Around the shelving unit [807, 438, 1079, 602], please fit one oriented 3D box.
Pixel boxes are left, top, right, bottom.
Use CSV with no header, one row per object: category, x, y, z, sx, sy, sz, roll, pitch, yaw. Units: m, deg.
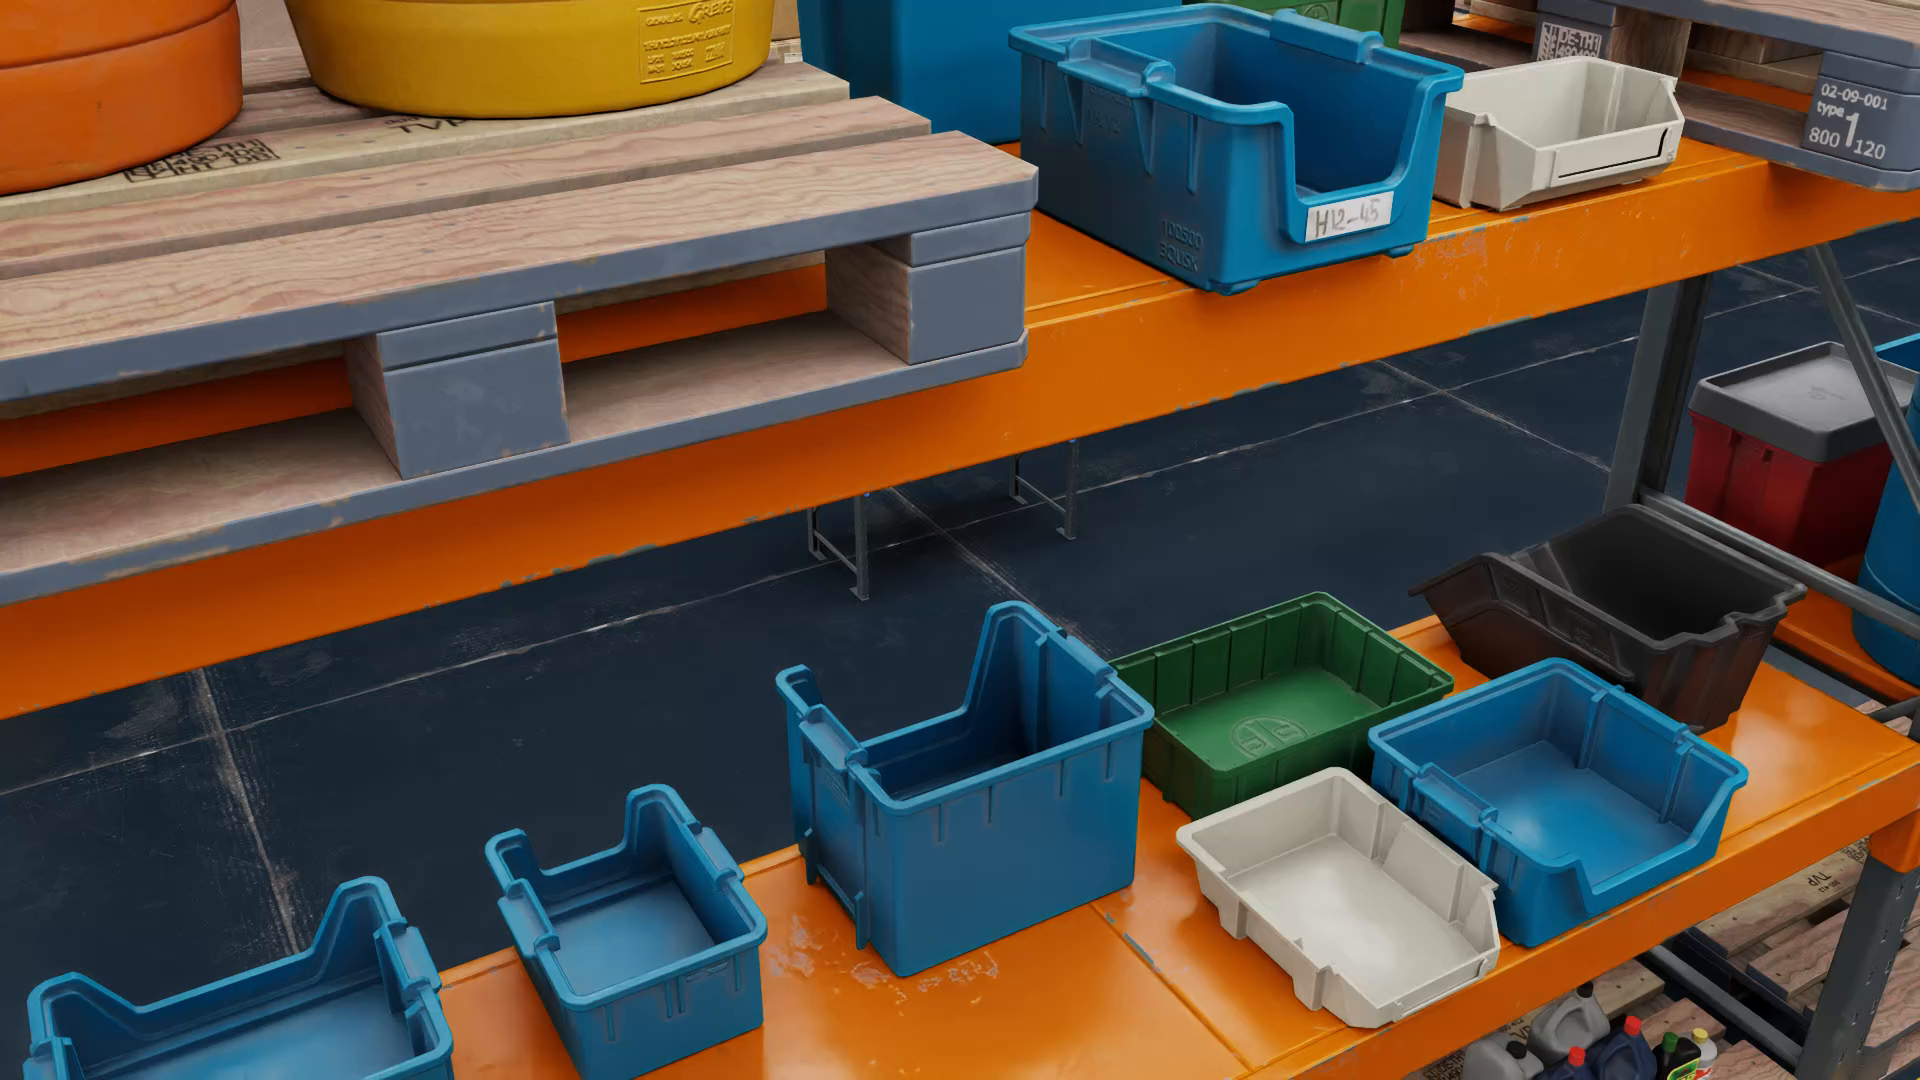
shelving unit,-0.074,-0.636,6.850,1.048,1.500,0.538,-16,33,-26

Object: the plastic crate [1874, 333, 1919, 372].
plastic crate,2.796,-0.325,4.752,0.575,0.384,0.392,-16,33,-26

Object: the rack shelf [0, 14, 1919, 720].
rack shelf,0.278,-0.442,2.586,4.000,0.370,1.077,-16,33,-26

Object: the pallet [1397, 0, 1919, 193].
pallet,1.430,-0.946,2.951,1.003,0.211,1.213,-16,33,-26

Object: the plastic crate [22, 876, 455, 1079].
plastic crate,-1.166,0.864,2.733,0.616,0.251,0.499,-16,33,-26

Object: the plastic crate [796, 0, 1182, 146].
plastic crate,0.045,-0.852,2.602,0.575,0.384,0.392,-16,33,-26

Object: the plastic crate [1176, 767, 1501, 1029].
plastic crate,0.731,0.686,3.176,0.437,0.136,0.530,-16,33,-26

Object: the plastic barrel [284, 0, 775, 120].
plastic barrel,-0.528,-0.865,1.980,0.600,0.588,0.600,0,29,0

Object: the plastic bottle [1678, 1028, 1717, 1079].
plastic bottle,1.848,1.318,4.198,0.097,0.201,0.097,0,29,0

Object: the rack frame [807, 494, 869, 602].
rack frame,-0.512,-0.511,6.624,0.032,1.500,0.500,-16,33,-26

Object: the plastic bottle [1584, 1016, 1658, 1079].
plastic bottle,1.593,1.312,4.054,0.185,0.351,0.144,-17,33,-28

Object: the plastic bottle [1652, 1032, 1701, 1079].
plastic bottle,1.755,1.319,4.112,0.133,0.283,0.061,-14,32,-24

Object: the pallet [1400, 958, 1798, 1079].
pallet,1.402,1.435,4.431,1.213,0.211,1.003,-16,33,-26

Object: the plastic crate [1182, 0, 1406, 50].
plastic crate,0.504,-0.881,2.856,0.450,0.188,0.336,-16,33,-26

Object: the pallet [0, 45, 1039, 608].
pallet,-0.683,-0.346,1.864,1.213,0.211,1.003,-16,33,-26

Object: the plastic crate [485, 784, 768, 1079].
plastic crate,-0.603,0.708,3.017,0.408,0.251,0.499,-16,33,-26

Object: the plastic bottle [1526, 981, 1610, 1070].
plastic bottle,1.520,1.252,4.163,0.185,0.351,0.144,-16,33,-26

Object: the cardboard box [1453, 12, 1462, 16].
cardboard box,2.609,-2.867,9.432,0.500,0.311,0.500,-14,32,-23

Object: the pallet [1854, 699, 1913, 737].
pallet,3.713,0.779,5.620,1.213,0.211,1.003,-16,33,-26

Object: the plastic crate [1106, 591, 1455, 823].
plastic crate,0.689,0.375,3.686,0.662,0.188,0.450,-16,33,-26

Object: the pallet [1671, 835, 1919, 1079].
pallet,2.660,1.080,5.075,1.213,0.211,1.003,-16,33,-26

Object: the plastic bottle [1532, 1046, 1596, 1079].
plastic bottle,1.428,1.359,3.969,0.185,0.351,0.144,-18,33,-29

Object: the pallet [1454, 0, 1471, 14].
pallet,3.494,-3.088,9.939,1.003,0.211,1.213,-16,33,-26

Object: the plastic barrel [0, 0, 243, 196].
plastic barrel,-1.091,-0.811,1.631,0.708,0.830,0.600,-16,33,-26

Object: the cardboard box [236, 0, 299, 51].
cardboard box,-2.613,-2.007,6.335,0.500,0.500,0.700,-16,33,-26

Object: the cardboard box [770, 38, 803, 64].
cardboard box,-0.844,-2.110,7.193,0.250,0.149,0.380,-17,33,-27

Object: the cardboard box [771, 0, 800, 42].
cardboard box,-0.883,-2.498,7.225,0.500,0.500,0.700,-16,33,-26

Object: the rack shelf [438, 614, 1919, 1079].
rack shelf,0.278,0.872,3.311,4.000,0.370,1.077,-16,33,-26

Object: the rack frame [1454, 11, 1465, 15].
rack frame,2.945,-2.976,9.539,0.127,3.000,1.000,-16,33,-26

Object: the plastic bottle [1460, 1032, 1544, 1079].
plastic bottle,1.331,1.336,4.088,0.135,0.276,0.152,-16,33,-26

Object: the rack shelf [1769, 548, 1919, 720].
rack shelf,3.727,-0.107,5.085,4.000,0.370,1.077,-16,33,-26

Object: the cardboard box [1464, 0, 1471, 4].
cardboard box,3.431,-3.405,9.778,0.700,0.500,0.500,22,36,34

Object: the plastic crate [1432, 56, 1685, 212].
plastic crate,0.824,-0.569,2.346,0.396,0.136,0.243,-16,33,-26

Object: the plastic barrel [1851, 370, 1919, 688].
plastic barrel,2.489,-0.121,3.845,0.708,0.901,0.600,-16,33,-26

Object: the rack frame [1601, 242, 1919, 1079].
rack frame,2.003,0.067,4.024,0.127,3.000,1.000,-16,33,-26

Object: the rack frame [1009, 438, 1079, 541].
rack frame,0.365,-0.760,7.075,0.032,1.500,0.500,-16,33,-26

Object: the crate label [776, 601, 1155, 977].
crate label,0.004,0.468,3.262,0.616,0.435,0.502,-16,33,-26

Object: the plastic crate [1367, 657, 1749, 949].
plastic crate,1.186,0.516,3.364,0.616,0.251,0.499,-16,33,-26

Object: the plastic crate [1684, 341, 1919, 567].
plastic crate,2.265,-0.207,4.454,0.583,0.464,0.402,-16,33,-26

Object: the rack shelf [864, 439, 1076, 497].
rack shelf,-0.074,-0.478,6.937,1.000,0.185,0.538,-16,33,-26

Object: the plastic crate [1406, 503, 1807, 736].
plastic crate,1.487,0.169,3.903,0.504,0.338,0.767,-16,33,-26

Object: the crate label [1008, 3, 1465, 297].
crate label,0.335,-0.522,2.142,0.408,0.251,0.502,-16,33,-26
